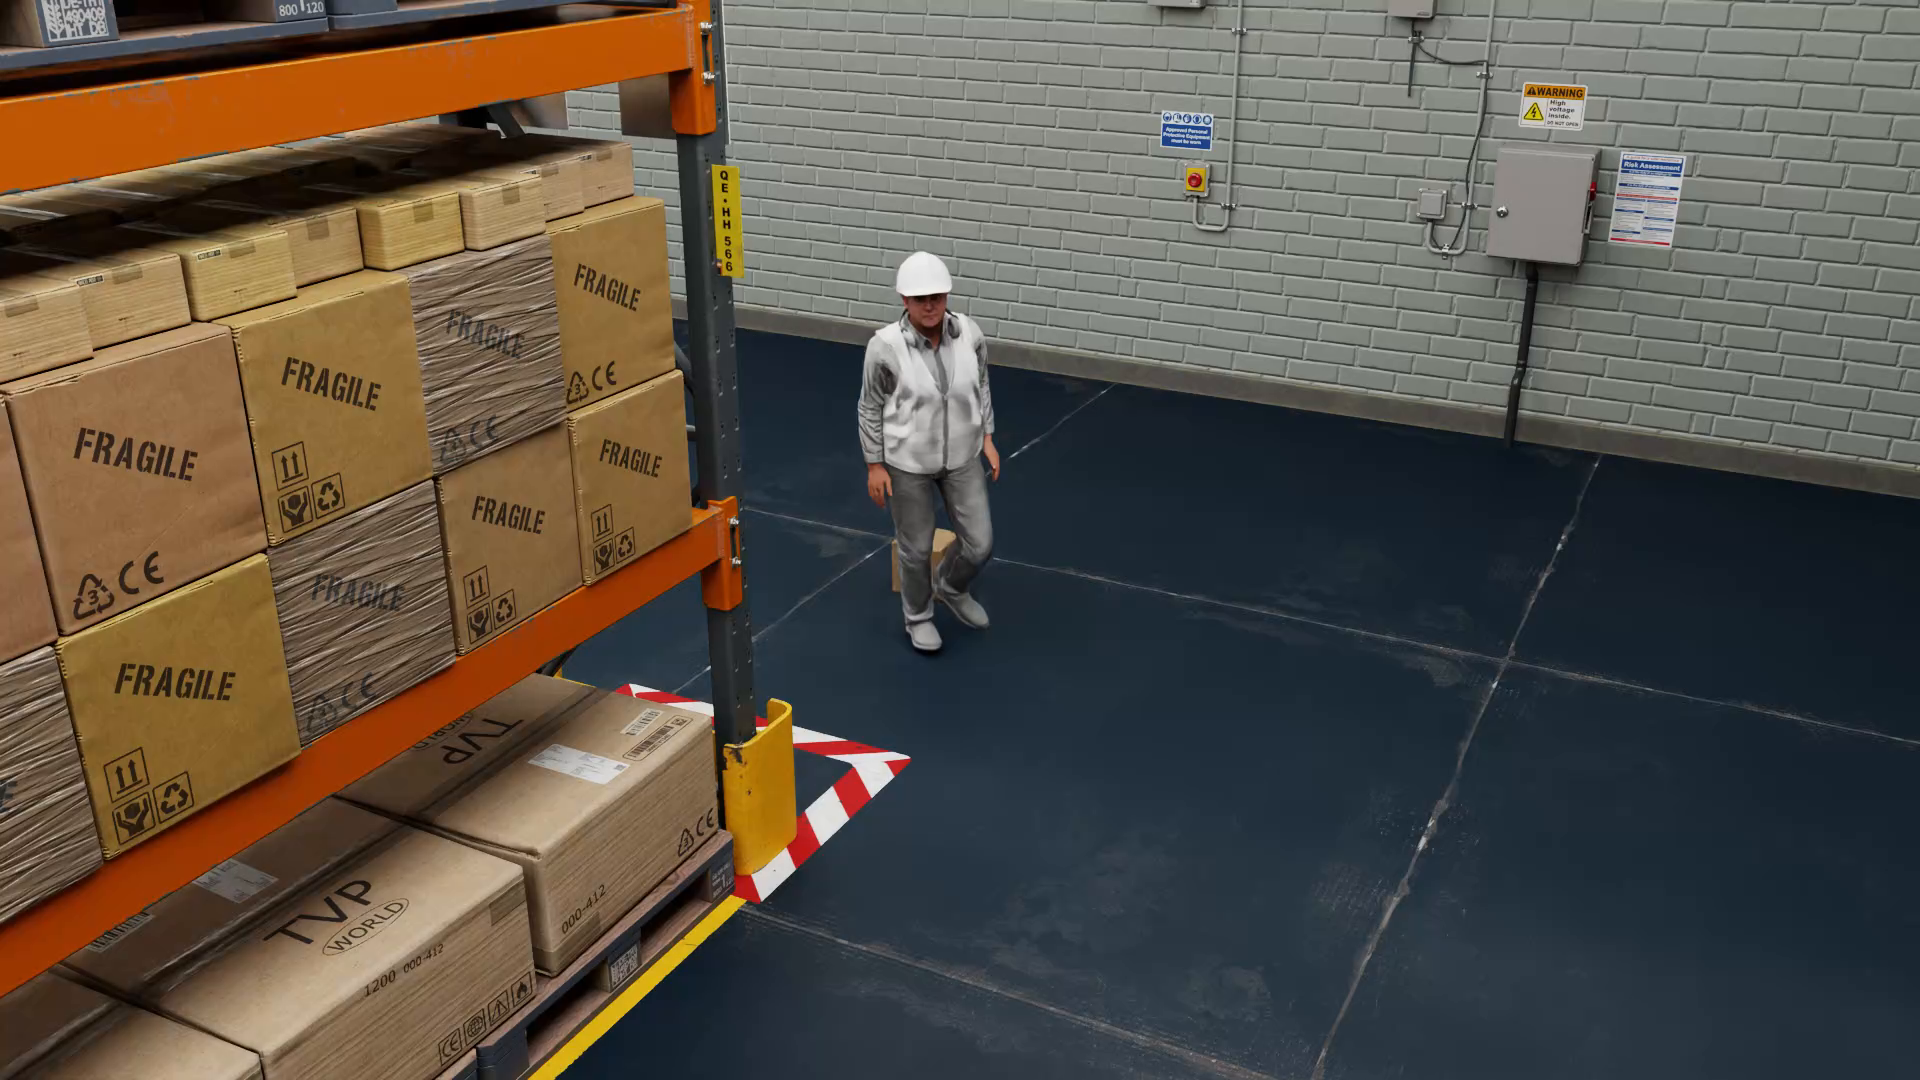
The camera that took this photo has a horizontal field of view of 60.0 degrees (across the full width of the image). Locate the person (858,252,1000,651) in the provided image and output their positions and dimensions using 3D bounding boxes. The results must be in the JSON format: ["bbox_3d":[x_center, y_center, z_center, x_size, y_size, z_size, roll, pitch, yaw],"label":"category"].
[{"bbox_3d":[-0.121,-0.341,6.864,0.606,1.755,0.519,-8,24,-19],"label":"person"}]
